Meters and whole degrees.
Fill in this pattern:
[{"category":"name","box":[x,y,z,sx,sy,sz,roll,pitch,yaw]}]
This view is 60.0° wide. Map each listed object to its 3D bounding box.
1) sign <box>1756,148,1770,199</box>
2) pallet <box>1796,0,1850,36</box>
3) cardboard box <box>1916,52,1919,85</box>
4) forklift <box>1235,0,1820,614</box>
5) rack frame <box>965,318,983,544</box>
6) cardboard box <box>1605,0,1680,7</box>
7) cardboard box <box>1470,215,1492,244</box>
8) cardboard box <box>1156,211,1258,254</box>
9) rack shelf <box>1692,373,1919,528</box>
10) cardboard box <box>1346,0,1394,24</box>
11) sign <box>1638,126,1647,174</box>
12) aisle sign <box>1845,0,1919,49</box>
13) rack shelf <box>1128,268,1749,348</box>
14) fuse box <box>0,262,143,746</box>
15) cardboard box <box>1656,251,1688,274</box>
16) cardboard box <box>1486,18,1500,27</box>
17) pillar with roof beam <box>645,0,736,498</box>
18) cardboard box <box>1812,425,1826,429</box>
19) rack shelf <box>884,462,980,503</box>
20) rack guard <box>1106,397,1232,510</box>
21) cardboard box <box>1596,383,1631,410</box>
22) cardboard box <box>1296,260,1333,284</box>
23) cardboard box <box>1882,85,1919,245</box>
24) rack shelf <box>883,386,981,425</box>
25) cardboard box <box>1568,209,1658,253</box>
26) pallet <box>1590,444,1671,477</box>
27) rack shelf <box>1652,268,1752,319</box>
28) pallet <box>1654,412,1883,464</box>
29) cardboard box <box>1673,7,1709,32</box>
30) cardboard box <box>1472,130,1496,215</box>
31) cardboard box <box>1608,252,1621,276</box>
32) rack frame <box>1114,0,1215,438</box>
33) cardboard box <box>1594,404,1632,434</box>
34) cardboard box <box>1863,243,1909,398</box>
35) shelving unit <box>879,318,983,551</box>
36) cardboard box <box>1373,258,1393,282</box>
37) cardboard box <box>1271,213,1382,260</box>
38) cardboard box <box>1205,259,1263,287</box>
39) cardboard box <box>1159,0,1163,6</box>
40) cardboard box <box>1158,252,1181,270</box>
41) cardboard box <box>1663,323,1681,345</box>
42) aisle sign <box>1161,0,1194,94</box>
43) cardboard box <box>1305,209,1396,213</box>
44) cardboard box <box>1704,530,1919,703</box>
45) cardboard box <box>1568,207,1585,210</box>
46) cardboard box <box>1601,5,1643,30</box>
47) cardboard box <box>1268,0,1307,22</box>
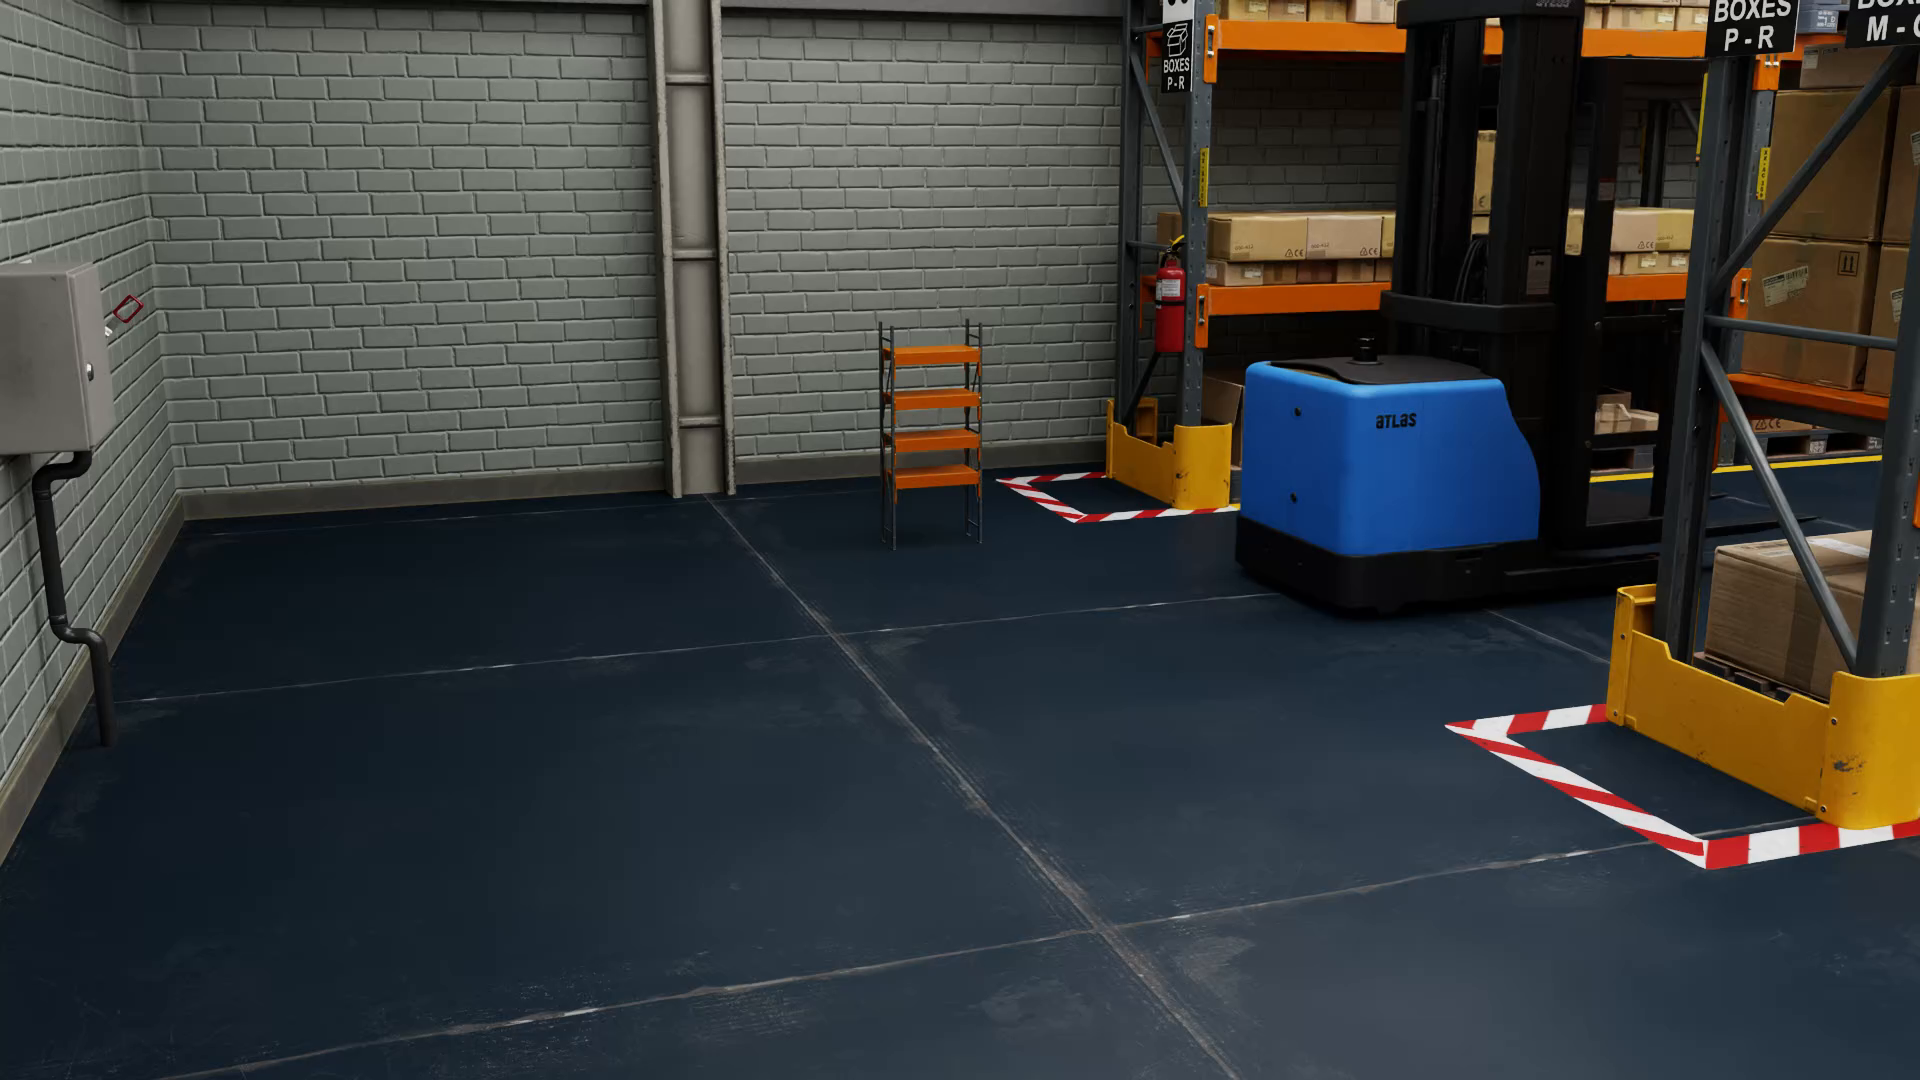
[{"category":"sign","box":[5.186,-2.364,10.728,0.005,0.325,0.100,-4,14,-18]},{"category":"pallet","box":[5.647,-3.462,11.138,1.003,0.211,1.213,-4,14,-18]},{"category":"cardboard box","box":[3.226,-1.494,5.162,0.250,0.149,0.380,-4,14,-17]},{"category":"forklift","box":[2.961,-1.278,8.182,3.031,2.935,1.130,-5,14,-20]},{"category":"rack frame","box":[0.074,-0.590,9.028,0.015,1.200,0.240,-4,14,-18]},{"category":"cardboard box","box":[4.139,-3.461,10.410,0.500,0.250,0.500,-5,14,-20]},{"category":"cardboard box","box":[3.166,-1.930,10.455,0.500,0.250,0.500,-5,14,-20]},{"category":"cardboard box","box":[1.566,-1.930,10.455,0.500,0.250,0.500,-4,14,-16]},{"category":"rack shelf","box":[4.697,-0.475,6.213,4.000,0.370,1.077,-4,14,-18]},{"category":"cardboard box","box":[2.349,-3.112,9.803,0.250,0.149,0.380,-4,14,-17]},{"category":"sign","box":[4.826,-2.746,11.703,0.005,0.325,0.100,-4,14,-18]},{"category":"aisle sign","box":[2.826,-1.873,4.919,0.004,0.787,0.394,-4,14,-18]},{"category":"rack shelf","box":[3.111,-1.564,10.789,4.000,0.370,1.077,-4,14,-18]},{"category":"fuse box","box":[-3.067,-0.101,5.869,0.414,1.711,0.539,-4,14,-18]},{"category":"cardboard box","box":[4.545,-1.836,10.923,0.250,0.149,0.380,-4,14,-17]},{"category":"cardboard box","box":[3.075,-3.167,10.038,0.250,0.149,0.380,-4,14,-18]},{"category":"pillar with roof beam","box":[-0.255,-3.739,5.416,0.400,9.000,9.100,-4,14,-18]},{"category":"cardboard box","box":[6.038,-1.077,11.684,0.500,0.500,0.500,-5,14,-19]},{"category":"rack shelf","box":[-0.157,-0.313,9.014,0.480,0.148,0.258,-4,14,-18]},{"category":"rack guard","box":[1.287,-0.555,10.398,0.348,0.500,1.175,-4,14,-18]},{"category":"cardboard box","box":[4.305,-0.960,11.601,0.500,0.311,0.500,-4,14,-16]},{"category":"cardboard box","box":[2.078,-1.664,10.198,0.250,0.149,0.380,-5,14,-19]},{"category":"cardboard box","box":[3.347,-1.186,5.268,0.500,0.500,0.500,-5,14,-19]},{"category":"rack shelf","box":[-0.157,-0.724,8.916,0.480,0.148,0.258,-4,14,-18]},{"category":"cardboard box","box":[4.131,-2.002,10.757,0.500,0.250,0.500,-4,14,-18]},{"category":"pallet","box":[4.355,-0.654,11.437,1.213,0.211,1.003,-4,14,-18]},{"category":"rack shelf","box":[6.902,-1.859,12.030,4.000,0.370,1.077,-4,14,-18]},{"category":"pallet","box":[5.765,-0.773,11.936,1.213,0.211,1.003,-4,14,-18]},{"category":"cardboard box","box":[4.526,-3.290,10.551,0.250,0.149,0.380,-4,14,-18]},{"category":"cardboard box","box":[3.153,-2.288,10.339,0.500,0.500,0.500,-4,14,-17]},{"category":"cardboard box","box":[4.049,-1.798,10.763,0.250,0.149,0.380,-4,14,-17]},{"category":"rack frame","box":[1.215,-1.766,10.085,0.127,3.000,1.000,-4,14,-18]},{"category":"cardboard box","box":[4.233,-0.803,11.039,0.258,0.266,0.396,-4,14,-16]},{"category":"cardboard box","box":[3.348,-0.699,5.382,0.500,0.500,0.500,-5,14,-19]},{"category":"shelving unit","box":[-0.157,-0.571,8.953,0.503,1.200,0.258,-4,14,-18]},{"category":"cardboard box","box":[2.587,-1.690,10.308,0.250,0.149,0.380,-4,14,-17]},{"category":"cardboard box","box":[2.209,-1.849,10.117,0.500,0.250,0.500,-4,14,-17]},{"category":"cardboard box","box":[1.614,-1.608,9.963,0.250,0.149,0.380,-5,14,-18]},{"category":"cardboard box","box":[1.550,-3.389,10.110,0.500,0.250,0.500,-5,14,-19]},{"category":"cardboard box","box":[1.443,-1.727,10.464,0.250,0.149,0.380,-5,14,-19]},{"category":"cardboard box","box":[5.263,-1.455,11.872,0.250,0.149,0.380,-5,14,-20]},{"category":"aisle sign","box":[1.244,-2.961,9.492,0.004,0.787,0.394,-4,14,-18]},{"category":"cardboard box","box":[2.526,-2.003,10.763,0.500,0.250,0.500,-4,14,-16]},{"category":"cardboard box","box":[3.395,0.294,6.054,0.875,0.438,0.875,-5,14,-20]},{"category":"cardboard box","box":[3.977,-2.117,11.242,0.500,0.250,0.500,-5,14,-19]},{"category":"cardboard box","box":[4.035,-3.254,10.404,0.250,0.149,0.380,-5,14,-18]},{"category":"cardboard box","box":[1.831,-3.101,9.757,0.250,0.149,0.380,-4,14,-17]}]
